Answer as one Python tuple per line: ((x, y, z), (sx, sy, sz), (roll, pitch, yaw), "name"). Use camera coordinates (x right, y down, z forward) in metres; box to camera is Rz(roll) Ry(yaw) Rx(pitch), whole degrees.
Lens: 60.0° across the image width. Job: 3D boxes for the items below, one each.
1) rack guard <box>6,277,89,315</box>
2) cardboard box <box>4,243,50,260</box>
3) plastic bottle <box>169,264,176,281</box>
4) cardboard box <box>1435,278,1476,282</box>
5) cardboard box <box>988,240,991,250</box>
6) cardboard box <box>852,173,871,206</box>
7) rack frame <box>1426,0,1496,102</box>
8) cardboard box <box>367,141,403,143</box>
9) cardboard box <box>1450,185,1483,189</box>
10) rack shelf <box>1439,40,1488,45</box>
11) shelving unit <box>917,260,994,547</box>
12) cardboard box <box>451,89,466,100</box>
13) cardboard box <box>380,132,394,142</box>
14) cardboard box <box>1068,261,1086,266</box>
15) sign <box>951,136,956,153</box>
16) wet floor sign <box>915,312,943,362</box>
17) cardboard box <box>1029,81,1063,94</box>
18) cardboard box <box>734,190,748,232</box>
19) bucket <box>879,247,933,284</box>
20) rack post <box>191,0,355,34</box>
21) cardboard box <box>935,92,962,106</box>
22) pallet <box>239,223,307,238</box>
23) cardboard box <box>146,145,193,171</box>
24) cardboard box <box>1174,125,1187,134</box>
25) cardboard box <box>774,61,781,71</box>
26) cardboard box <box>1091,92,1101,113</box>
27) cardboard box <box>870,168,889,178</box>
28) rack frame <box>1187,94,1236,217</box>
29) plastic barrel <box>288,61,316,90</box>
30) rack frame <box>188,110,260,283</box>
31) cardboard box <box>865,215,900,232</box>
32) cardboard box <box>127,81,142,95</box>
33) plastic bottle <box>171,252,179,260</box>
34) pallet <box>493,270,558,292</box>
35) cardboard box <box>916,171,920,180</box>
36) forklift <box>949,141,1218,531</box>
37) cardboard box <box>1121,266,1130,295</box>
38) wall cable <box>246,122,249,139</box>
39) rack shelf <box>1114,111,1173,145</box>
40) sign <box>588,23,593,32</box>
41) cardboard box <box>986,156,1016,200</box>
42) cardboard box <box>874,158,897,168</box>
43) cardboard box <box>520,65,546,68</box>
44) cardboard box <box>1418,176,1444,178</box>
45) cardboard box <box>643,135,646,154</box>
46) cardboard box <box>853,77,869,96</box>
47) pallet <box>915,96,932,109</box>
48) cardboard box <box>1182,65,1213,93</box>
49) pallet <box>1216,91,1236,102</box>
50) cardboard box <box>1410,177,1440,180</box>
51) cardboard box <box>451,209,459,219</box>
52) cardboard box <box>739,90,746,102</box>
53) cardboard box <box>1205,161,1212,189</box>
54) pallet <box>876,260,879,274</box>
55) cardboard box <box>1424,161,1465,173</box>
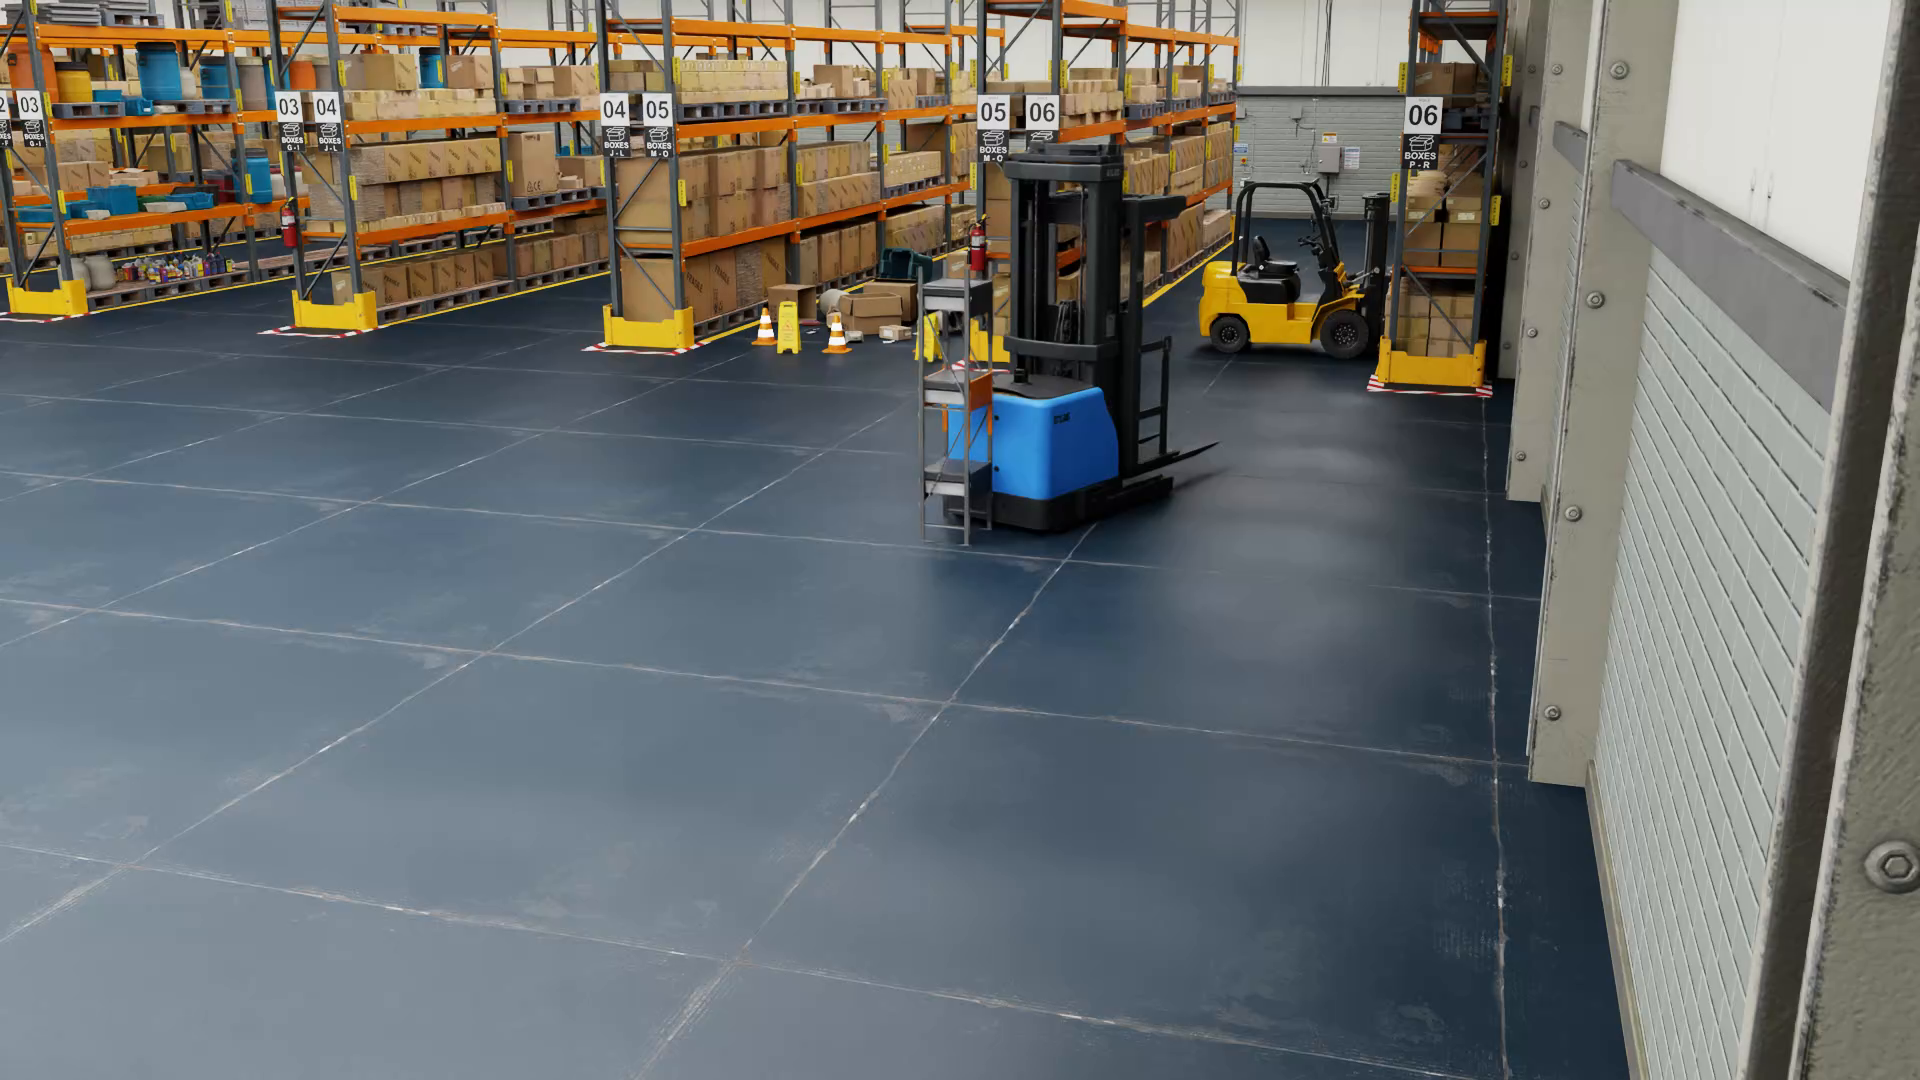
((-13.578, -3.637, 24.738), (1.175, 0.500, 0.348), (5, 16, 16), "rack guard")
((-16.813, -5.214, 29.983), (0.500, 0.250, 0.500), (4, 16, 15), "cardboard box")
((-12.614, -4.282, 26.621), (0.097, 0.271, 0.097), (0, 16, 0), "plastic bottle")
((6.217, -3.146, 20.860), (0.500, 0.250, 0.500), (4, 16, 15), "cardboard box")
((0.563, -3.732, 20.952), (0.380, 0.149, 0.250), (4, 16, 15), "cardboard box")
((-1.819, -5.893, 27.927), (0.500, 0.500, 0.500), (5, 16, 16), "cardboard box")
((7.729, -8.259, 25.457), (1.000, 3.000, 0.127), (5, 16, 16), "rack frame")
((-8.455, -5.660, 24.726), (0.500, 0.500, 0.500), (5, 16, 16), "cardboard box")
((6.295, -4.326, 20.669), (0.380, 0.149, 0.250), (5, 17, 17), "cardboard box")
((9.435, -9.481, 31.090), (1.077, 0.370, 4.000), (5, 16, 16), "rack shelf")
((-0.028, -1.038, 12.642), (0.431, 2.100, 0.503), (6, 17, 21), "shelving unit")
((-7.690, -6.725, 25.089), (0.380, 0.149, 0.250), (4, 16, 14), "cardboard box")
((-13.761, -9.647, 39.327), (0.500, 0.500, 0.500), (5, 17, 17), "cardboard box")
((1.635, -3.508, 22.595), (0.500, 0.500, 0.500), (6, 17, 19), "cardboard box")
((-0.135, -7.676, 32.272), (0.100, 0.325, 0.005), (5, 16, 16), "sign")
((-0.384, -2.565, 20.688), (0.267, 0.644, 0.232), (11, 19, 35), "wet floor sign")
((1.049, -5.514, 20.275), (0.380, 0.149, 0.250), (5, 16, 16), "cardboard box")
((-3.491, -4.618, 23.340), (0.875, 0.550, 0.500), (5, 16, 16), "cardboard box")
((-0.770, -4.010, 24.683), (0.726, 0.611, 0.620), (11, 9, 35), "bucket")
((-11.940, -9.367, 28.997), (1.013, 1.000, 3.121), (5, 16, 16), "rack post")
((-0.284, -8.632, 32.545), (0.500, 0.250, 0.500), (5, 17, 19), "cardboard box")
((-15.087, -6.784, 36.360), (1.003, 0.211, 1.213), (5, 16, 16), "pallet")
((-15.958, -7.718, 33.591), (0.700, 0.500, 0.500), (-1, 16, -3), "cardboard box")
((4.148, -7.875, 31.892), (0.380, 0.149, 0.250), (5, 16, 16), "cardboard box")
((-2.812, -6.837, 23.987), (0.380, 0.149, 0.250), (5, 16, 16), "cardboard box")
((1.534, -5.689, 21.624), (0.500, 0.250, 0.500), (5, 17, 17), "cardboard box")
((-1.476, -6.449, 29.216), (0.380, 0.149, 0.250), (5, 17, 18), "cardboard box")
((5.243, -7.850, 35.008), (1.000, 3.000, 0.127), (5, 16, 16), "rack frame")
((-11.908, -8.190, 29.923), (0.600, 0.830, 0.708), (5, 16, 16), "plastic barrel")
((-12.418, -5.863, 28.003), (1.000, 3.000, 0.127), (5, 16, 16), "rack frame")
((-1.377, -5.636, 29.640), (0.500, 0.250, 0.500), (4, 16, 13), "cardboard box")
((-16.104, -8.744, 32.170), (0.500, 0.250, 0.500), (3, 16, 12), "cardboard box")
((-13.045, -4.621, 27.673), (0.144, 0.351, 0.185), (5, 17, 17), "plastic bottle")
((-7.449, -4.341, 27.748), (1.003, 0.211, 1.213), (5, 16, 16), "pallet")
((-0.959, -6.782, 30.933), (0.380, 0.149, 0.250), (5, 17, 18), "cardboard box")
((1.163, -1.819, 13.871), (1.130, 2.935, 3.031), (12, 20, 36), "forklift")
((2.180, -3.974, 25.389), (0.950, 0.372, 0.625), (6, 17, 19), "cardboard box")
((-19.049, -10.668, 43.081), (0.084, 1.984, 1.851), (5, 16, 16), "wall cable")
((2.401, -6.331, 25.473), (1.077, 0.370, 4.000), (5, 16, 16), "rack shelf")
((-8.475, -11.695, 38.162), (0.100, 0.325, 0.005), (5, 16, 16), "sign")
((0.632, -4.487, 20.590), (0.700, 0.500, 0.500), (4, 16, 15), "cardboard box")
((-1.340, -6.722, 29.632), (0.380, 0.149, 0.250), (5, 16, 16), "cardboard box")
((-7.196, -7.890, 28.551), (0.500, 0.500, 0.500), (4, 16, 14), "cardboard box")
((7.000, -5.334, 24.766), (0.380, 0.149, 0.250), (5, 17, 17), "cardboard box")
((-6.121, -7.416, 31.458), (0.797, 0.503, 0.637), (5, 17, 17), "cardboard box")
((-1.815, -7.468, 27.375), (0.500, 0.311, 0.500), (5, 16, 16), "cardboard box")
((-1.238, -8.089, 30.697), (1.213, 0.211, 1.003), (5, 16, 16), "pallet")
((4.475, -8.682, 31.310), (0.500, 0.500, 0.500), (5, 17, 17), "cardboard box")
((5.042, -9.055, 33.924), (1.003, 0.211, 1.213), (5, 16, 16), "pallet")
((6.218, -4.769, 22.230), (0.380, 0.149, 0.250), (5, 17, 17), "cardboard box")
((-7.851, -4.956, 25.265), (0.380, 0.149, 0.250), (5, 16, 16), "cardboard box")
((-3.172, -6.121, 22.922), (0.380, 0.149, 0.250), (5, 16, 16), "cardboard box")
((4.490, -6.954, 31.666), (0.500, 0.500, 0.500), (5, 17, 18), "cardboard box")
((-1.582, -4.977, 29.990), (1.003, 0.211, 1.213), (5, 16, 16), "pallet")
((8.016, -6.066, 27.760), (0.797, 0.503, 0.637), (4, 16, 15), "cardboard box")
